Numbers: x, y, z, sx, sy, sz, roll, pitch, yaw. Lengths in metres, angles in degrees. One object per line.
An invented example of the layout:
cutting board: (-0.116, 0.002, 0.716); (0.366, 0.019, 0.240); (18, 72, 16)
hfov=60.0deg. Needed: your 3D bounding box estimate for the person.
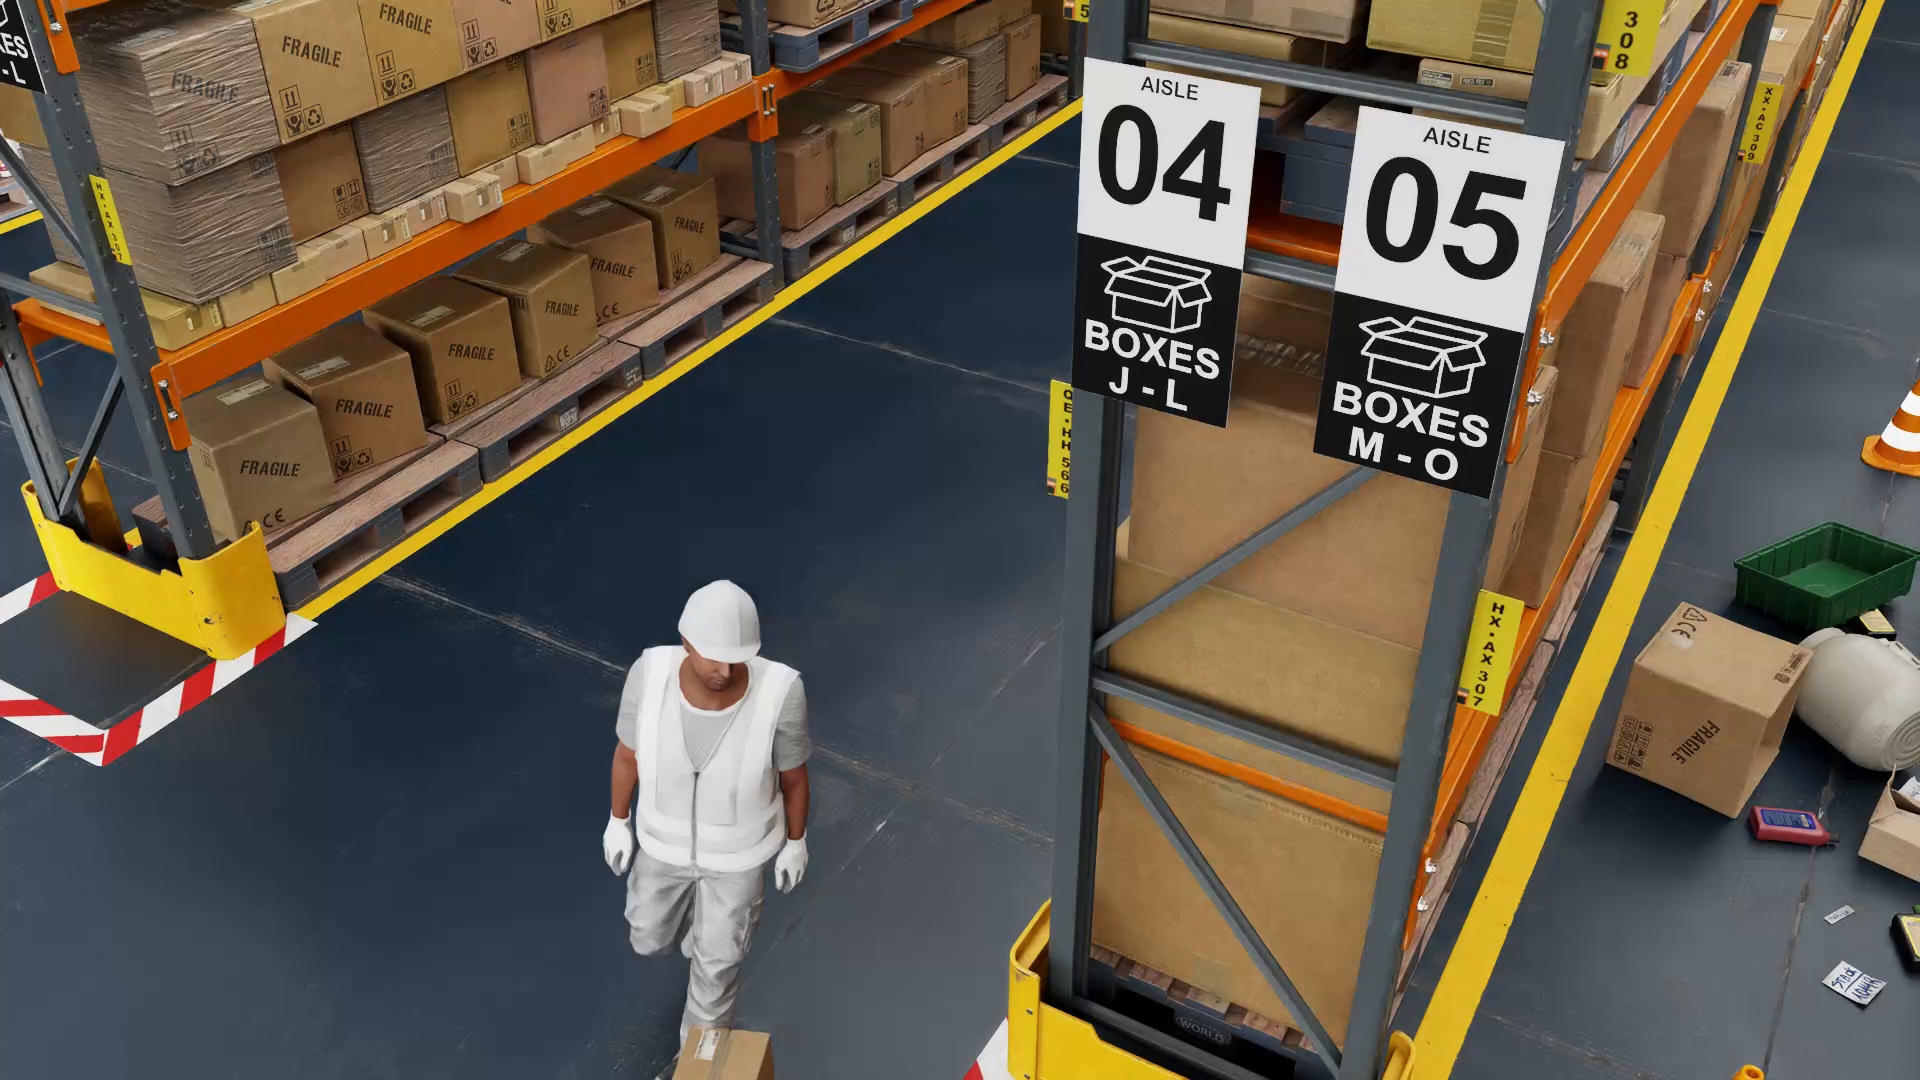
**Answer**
person: (-0.735, 0.840, 4.856); (0.619, 1.745, 0.749); (5, 34, 8)
